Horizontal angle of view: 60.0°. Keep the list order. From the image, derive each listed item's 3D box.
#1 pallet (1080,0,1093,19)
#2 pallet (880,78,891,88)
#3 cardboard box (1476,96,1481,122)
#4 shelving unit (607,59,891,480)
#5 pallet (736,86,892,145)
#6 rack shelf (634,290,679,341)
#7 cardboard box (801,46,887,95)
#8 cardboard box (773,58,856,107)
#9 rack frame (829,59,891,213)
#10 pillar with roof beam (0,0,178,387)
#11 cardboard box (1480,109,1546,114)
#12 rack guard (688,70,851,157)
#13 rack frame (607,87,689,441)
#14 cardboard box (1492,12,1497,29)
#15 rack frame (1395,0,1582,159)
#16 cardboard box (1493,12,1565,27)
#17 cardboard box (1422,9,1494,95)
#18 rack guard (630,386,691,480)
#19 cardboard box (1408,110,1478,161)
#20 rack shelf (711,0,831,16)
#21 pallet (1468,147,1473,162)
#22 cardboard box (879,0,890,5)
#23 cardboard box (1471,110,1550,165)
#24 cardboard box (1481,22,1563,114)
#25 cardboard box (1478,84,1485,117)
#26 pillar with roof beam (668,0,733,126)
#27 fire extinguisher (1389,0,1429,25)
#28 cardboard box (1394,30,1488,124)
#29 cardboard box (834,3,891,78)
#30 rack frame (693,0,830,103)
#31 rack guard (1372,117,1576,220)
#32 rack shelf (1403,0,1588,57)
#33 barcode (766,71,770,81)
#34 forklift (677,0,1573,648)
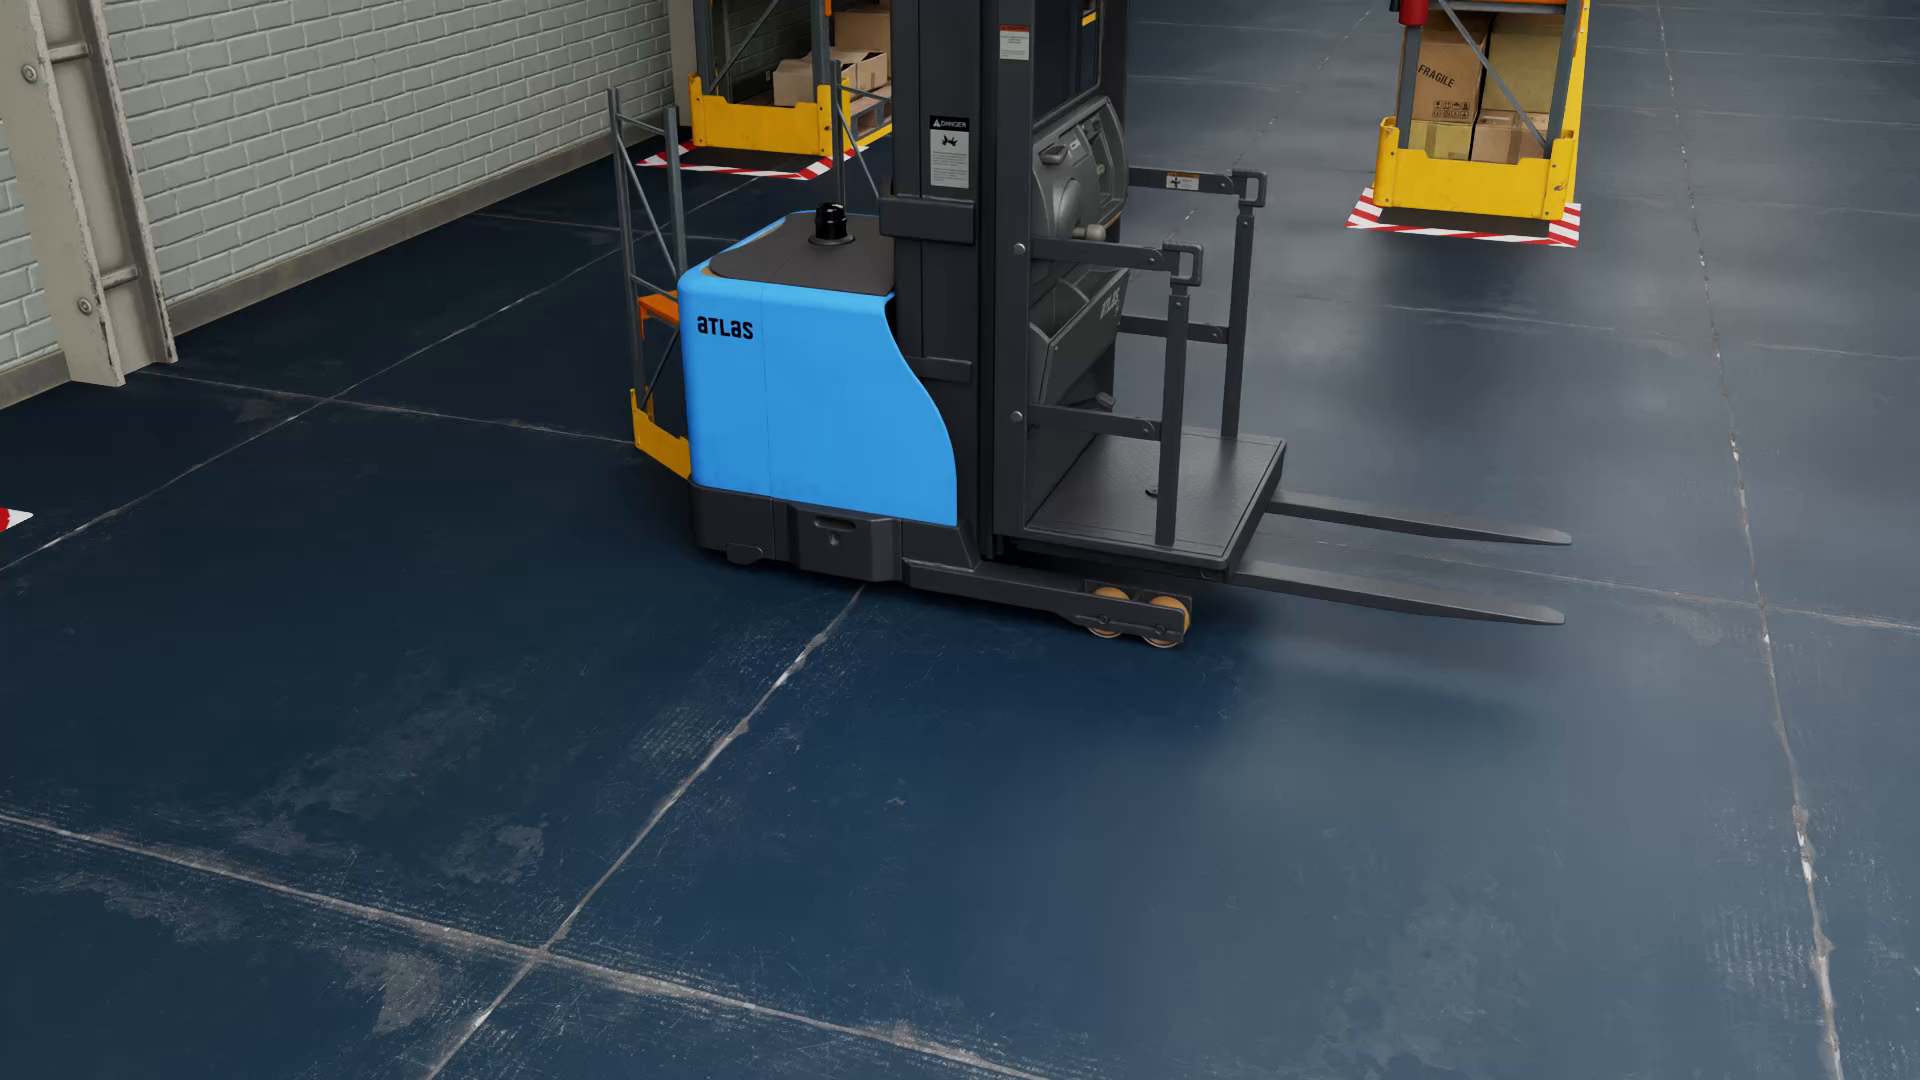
[{"bbox_3d":[0.989,-5.928,18.252,1.003,0.211,1.213,9,27,17],"label":"pallet"},{"bbox_3d":[-0.675,-3.821,13.900,1.003,0.211,1.213,9,27,17],"label":"pallet"},{"bbox_3d":[3.316,-2.922,11.516,0.500,0.250,0.500,9,27,17],"label":"cardboard box"},{"bbox_3d":[-0.784,-1.119,6.840,1.083,1.500,0.587,-18,31,-33],"label":"shelving unit"},{"bbox_3d":[-1.082,-3.322,12.868,1.003,0.211,1.213,9,27,17],"label":"pallet"},{"bbox_3d":[-0.792,-0.955,6.914,1.000,0.185,0.538,-18,31,-33],"label":"rack shelf"},{"bbox_3d":[-0.907,-3.710,13.051,0.500,0.311,0.500,11,28,22],"label":"cardboard box"},{"bbox_3d":[-1.096,-3.476,12.567,0.500,0.311,0.500,6,26,12],"label":"cardboard box"},{"bbox_3d":[-0.385,-1.250,7.110,0.032,1.500,0.500,-18,31,-33],"label":"rack frame"},{"bbox_3d":[0.069,-4.240,4.681,9.100,9.000,0.400,9,27,17],"label":"pillar with roof beam"},{"bbox_3d":[3.812,-2.845,11.358,0.500,0.250,0.500,9,27,17],"label":"cardboard box"},{"bbox_3d":[-1.386,-3.123,12.126,1.175,0.500,0.348,9,27,17],"label":"rack guard"},{"bbox_3d":[-1.198,-0.984,6.561,0.032,1.500,0.500,-18,31,-33],"label":"rack frame"},{"bbox_3d":[3.646,-3.671,12.202,0.500,0.500,0.500,9,27,17],"label":"cardboard box"},{"bbox_3d":[3.261,-3.500,10.036,1.000,3.000,0.127,9,27,17],"label":"rack frame"},{"bbox_3d":[3.968,-3.390,11.622,0.500,0.500,0.500,9,27,17],"label":"cardboard box"},{"bbox_3d":[3.478,-3.465,11.778,0.500,0.500,0.500,9,27,17],"label":"cardboard box"},{"bbox_3d":[-1.183,-0.426,6.844,0.087,0.250,0.587,-18,31,-33],"label":"rack guard"},{"bbox_3d":[3.161,-2.715,11.088,0.500,0.250,0.500,9,27,17],"label":"cardboard box"},{"bbox_3d":[-0.746,-4.715,13.371,1.077,0.370,4.000,9,27,17],"label":"rack shelf"},{"bbox_3d":[3.476,-2.565,11.306,1.003,0.211,1.213,9,27,17],"label":"pallet"},{"bbox_3d":[-0.388,-4.501,14.468,0.500,0.500,0.500,7,27,14],"label":"cardboard box"},{"bbox_3d":[3.649,-2.639,10.933,0.500,0.250,0.500,9,27,17],"label":"cardboard box"},{"bbox_3d":[3.814,-3.183,11.194,0.500,0.500,0.500,9,27,17],"label":"cardboard box"},{"bbox_3d":[3.481,-3.127,11.941,0.500,0.250,0.500,9,27,17],"label":"cardboard box"},{"bbox_3d":[2.065,-6.706,9.773,9.100,9.000,0.400,9,27,17],"label":"pillar with roof beam"},{"bbox_3d":[2.784,-3.484,10.092,0.296,0.674,0.183,9,27,17],"label":"fire extinguisher"},{"bbox_3d":[3.159,-3.052,10.925,0.500,0.500,0.500,9,27,17],"label":"cardboard box"},{"bbox_3d":[-0.615,-4.089,13.618,0.700,0.500,0.500,7,27,14],"label":"cardboard box"},{"bbox_3d":[-1.411,-4.217,11.517,1.000,3.000,0.127,9,27,17],"label":"rack frame"},{"bbox_3d":[3.253,-2.365,10.561,1.175,0.500,0.348,9,27,17],"label":"rack guard"},{"bbox_3d":[3.927,-3.998,11.891,1.077,0.370,4.000,9,27,17],"label":"rack shelf"},{"bbox_3d":[-1.467,-3.545,12.700,0.001,0.075,0.075,9,27,17],"label":"barcode"},{"bbox_3d":[0.588,-1.224,5.414,3.031,2.935,1.130,9,27,18],"label":"forklift"}]
